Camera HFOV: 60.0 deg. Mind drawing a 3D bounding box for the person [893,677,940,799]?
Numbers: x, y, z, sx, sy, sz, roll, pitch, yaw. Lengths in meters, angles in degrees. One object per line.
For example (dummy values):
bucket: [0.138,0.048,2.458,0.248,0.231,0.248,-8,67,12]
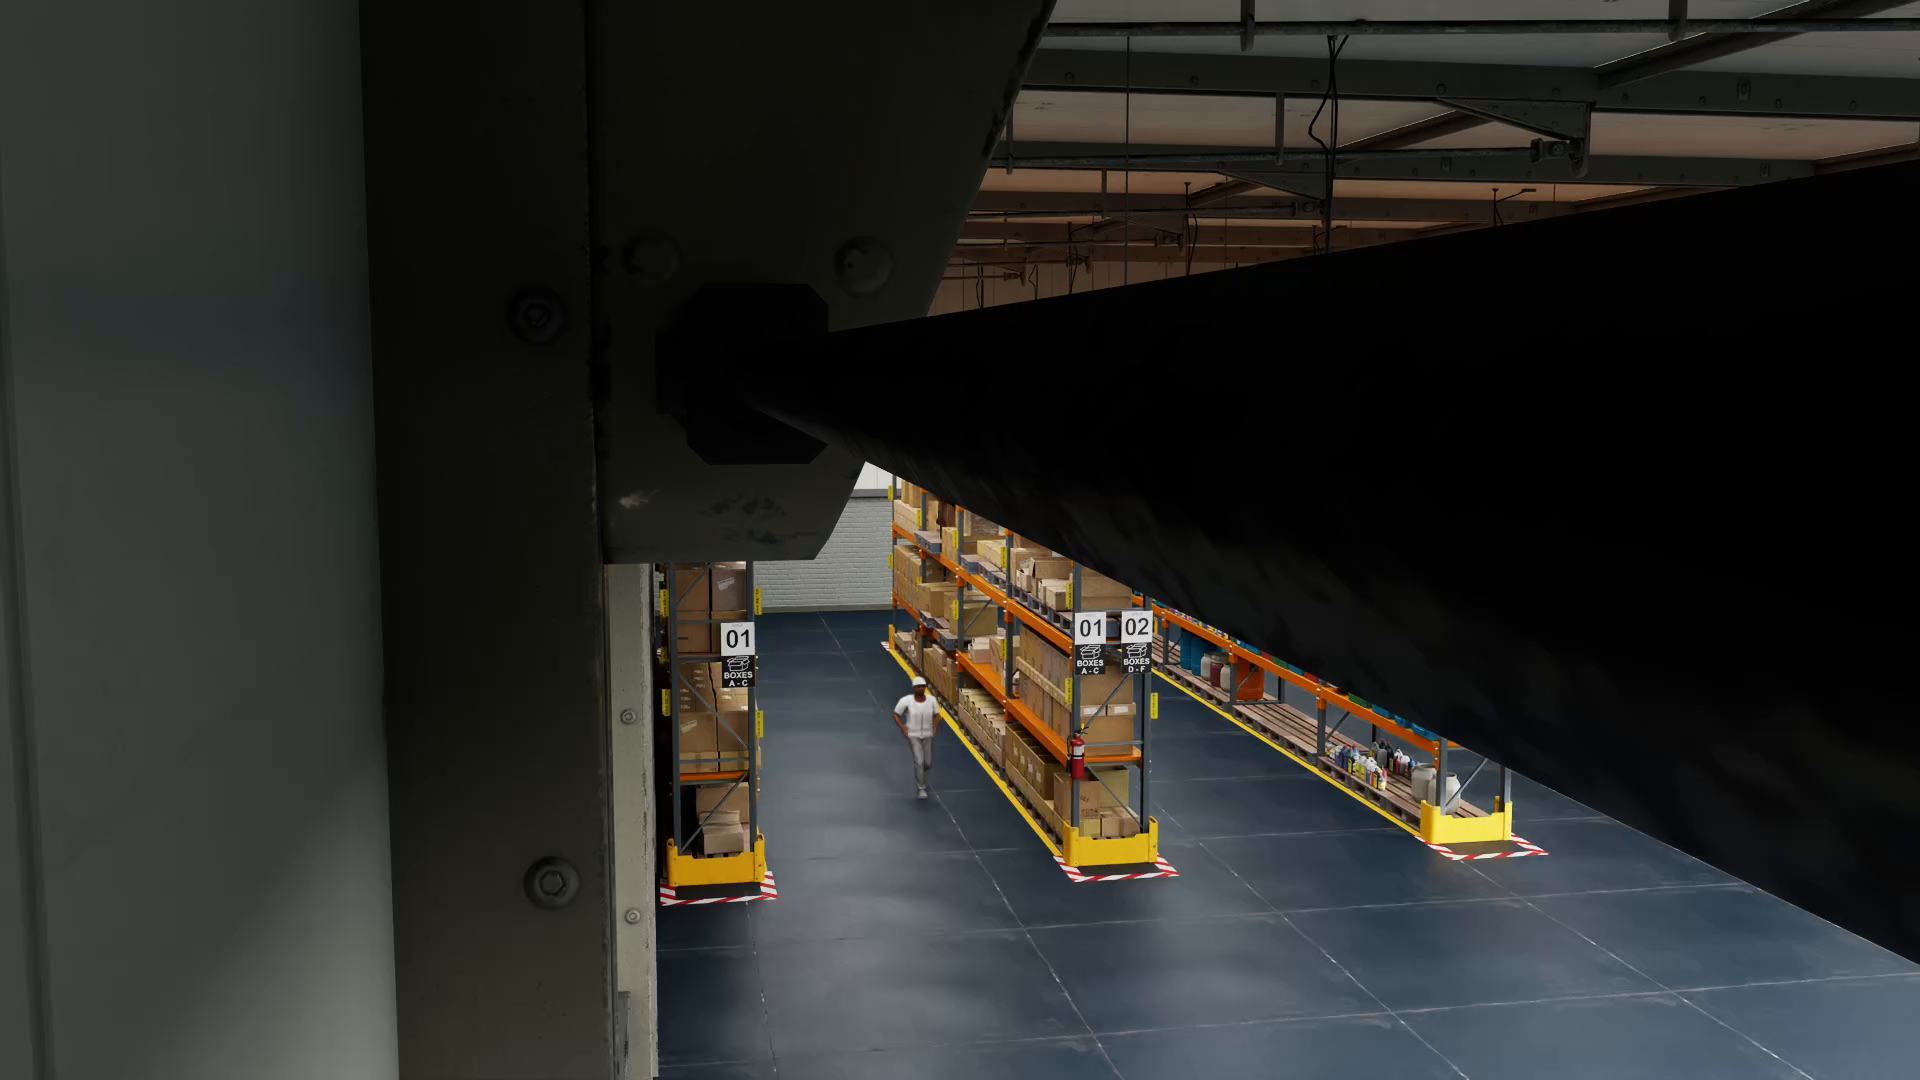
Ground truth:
person: [-0.614,2.848,24.253,0.708,1.745,0.714,-2,6,-18]
